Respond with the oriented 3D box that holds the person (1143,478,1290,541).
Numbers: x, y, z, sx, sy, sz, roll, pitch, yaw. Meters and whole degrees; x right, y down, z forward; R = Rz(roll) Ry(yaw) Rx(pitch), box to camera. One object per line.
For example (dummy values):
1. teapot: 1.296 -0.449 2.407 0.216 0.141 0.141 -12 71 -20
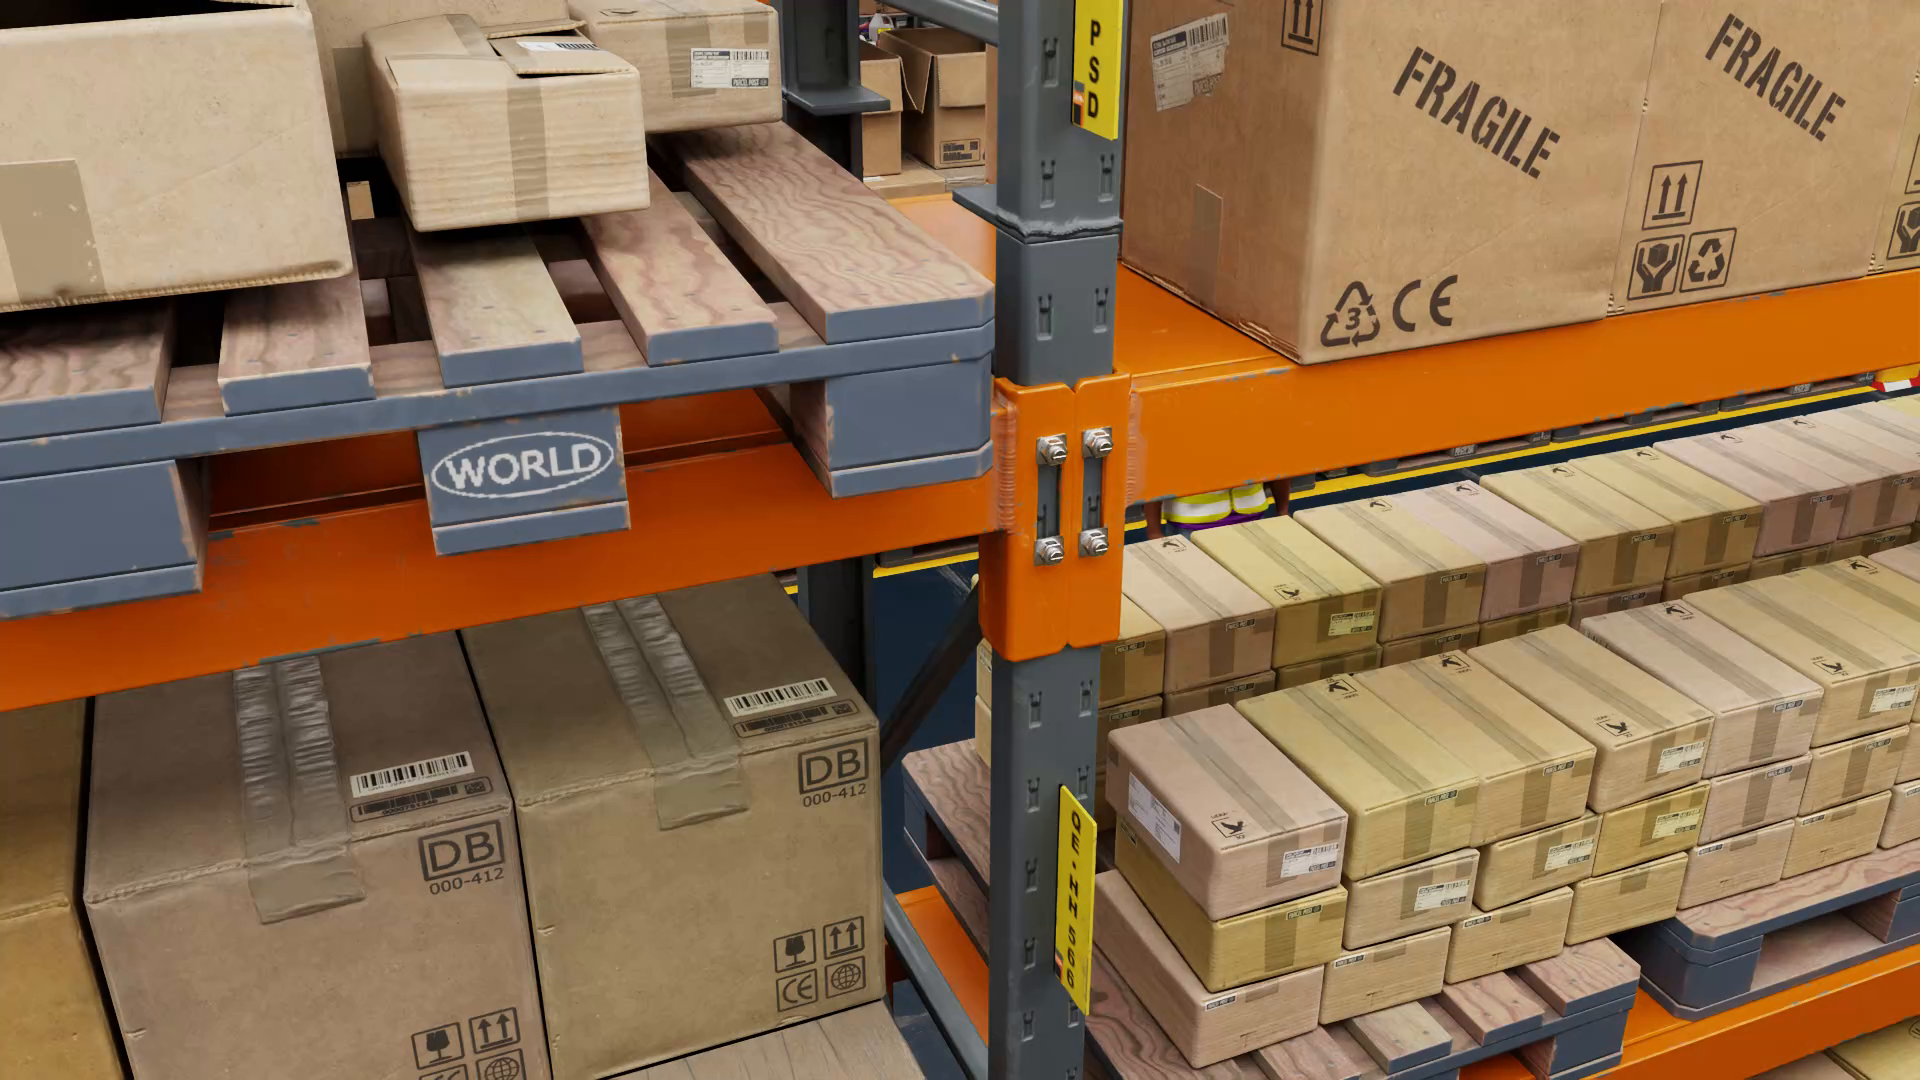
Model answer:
1. person: 0.969 -0.062 6.220 0.636 1.760 0.461 -11 28 -22
